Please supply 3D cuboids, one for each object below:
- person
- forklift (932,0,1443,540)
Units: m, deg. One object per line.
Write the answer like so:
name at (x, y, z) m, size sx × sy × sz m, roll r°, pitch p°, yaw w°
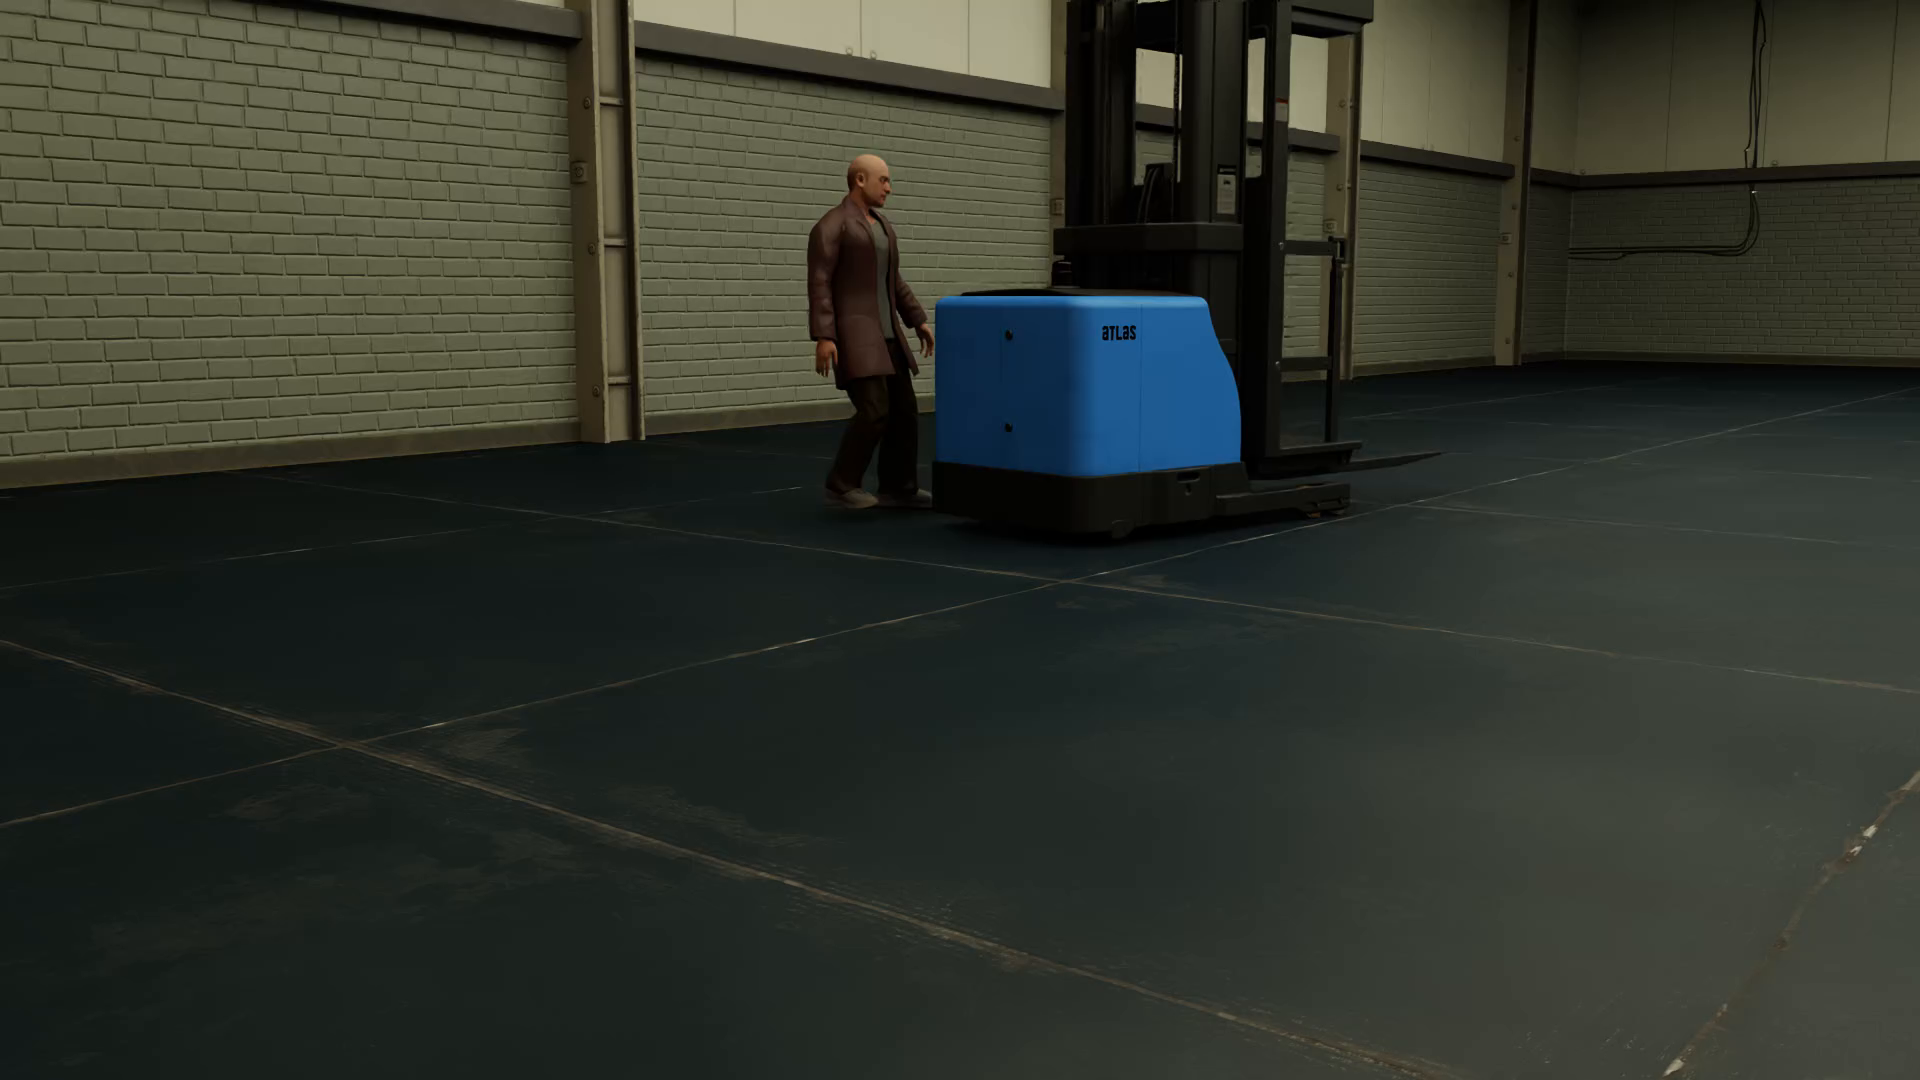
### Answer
person at (-0.431, -0.998, 8.170) m, size 0.453 × 1.753 × 0.817 m, roll 5°, pitch 10°, yaw 30°
forklift at (1.308, -1.605, 8.248) m, size 3.031 × 2.935 × 1.130 m, roll -7°, pitch 11°, yaw -41°
